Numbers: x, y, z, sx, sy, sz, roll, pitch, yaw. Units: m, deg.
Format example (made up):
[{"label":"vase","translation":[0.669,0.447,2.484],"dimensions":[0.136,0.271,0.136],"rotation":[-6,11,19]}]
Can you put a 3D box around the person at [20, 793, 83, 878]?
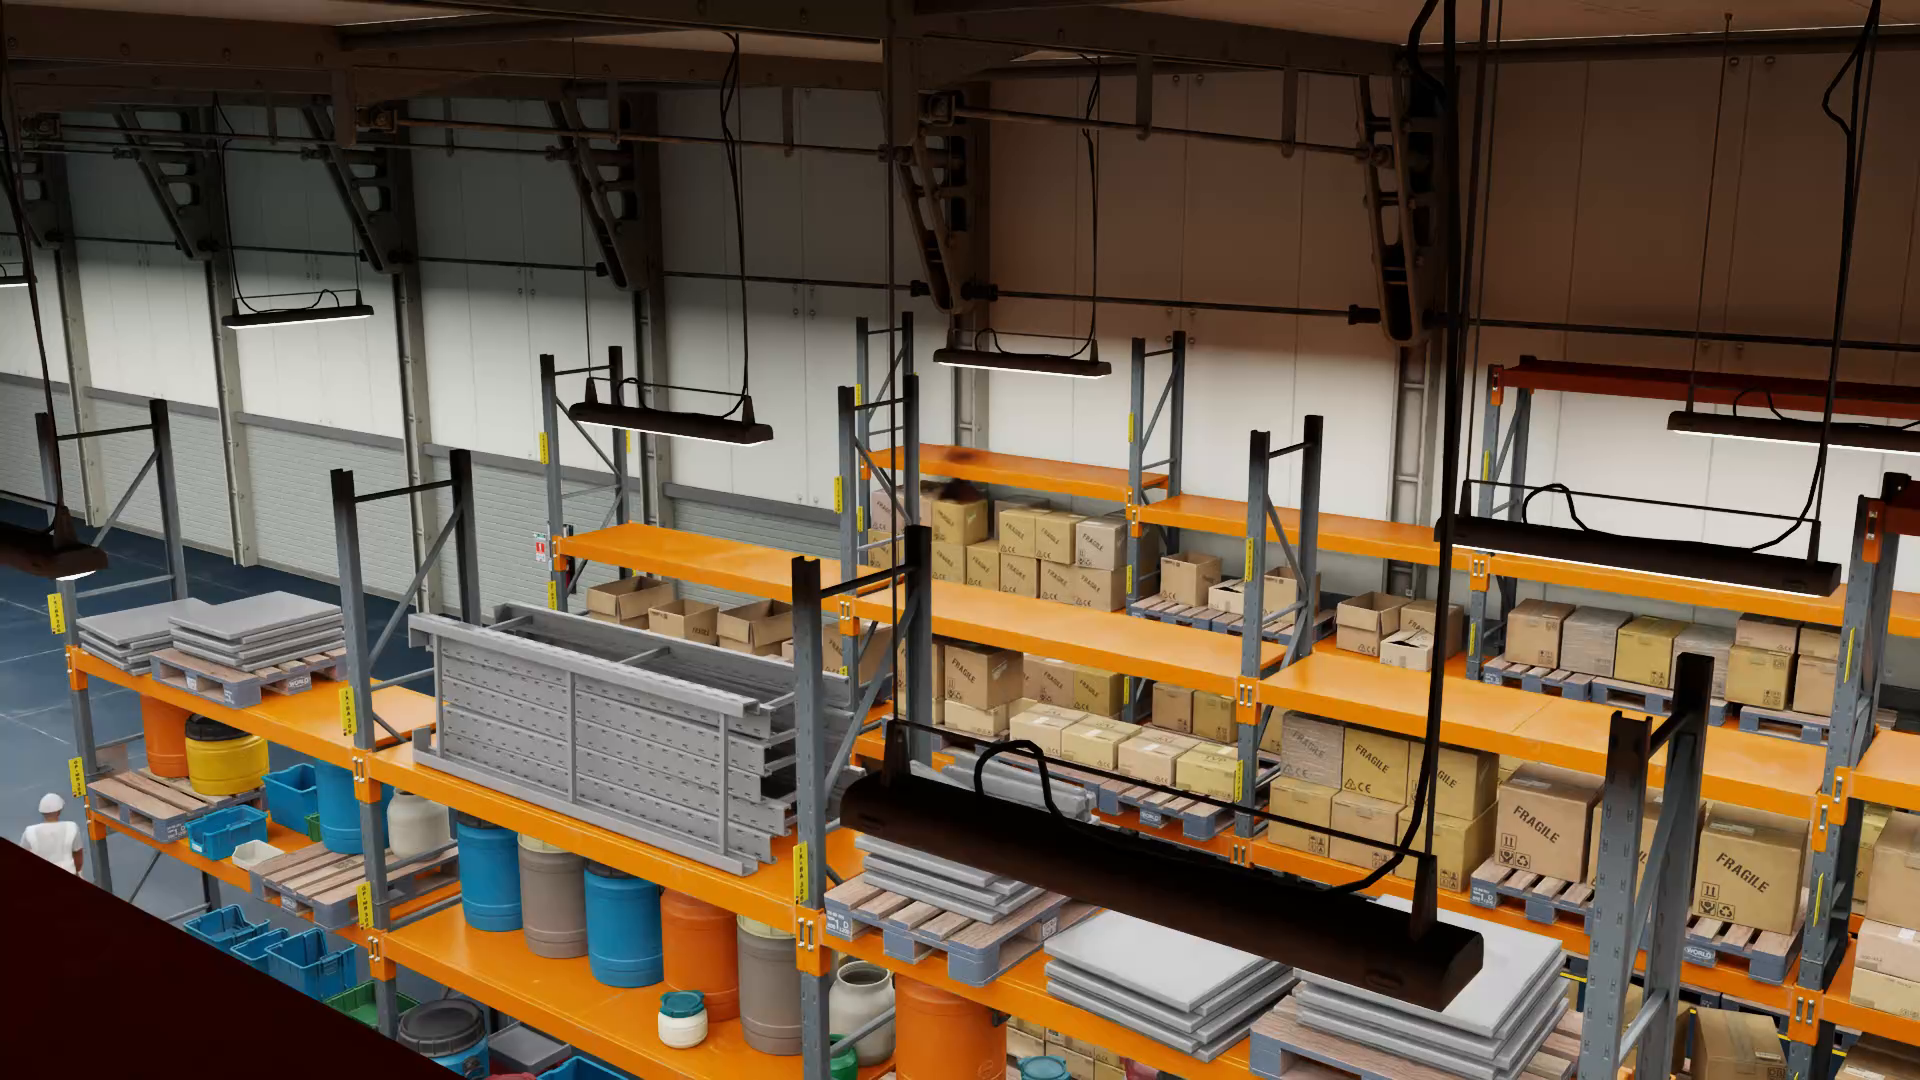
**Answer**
[{"label":"person","translation":[-9.096,3.412,16.660],"dimensions":[0.610,1.829,0.393],"rotation":[-7,15,-29]}]
